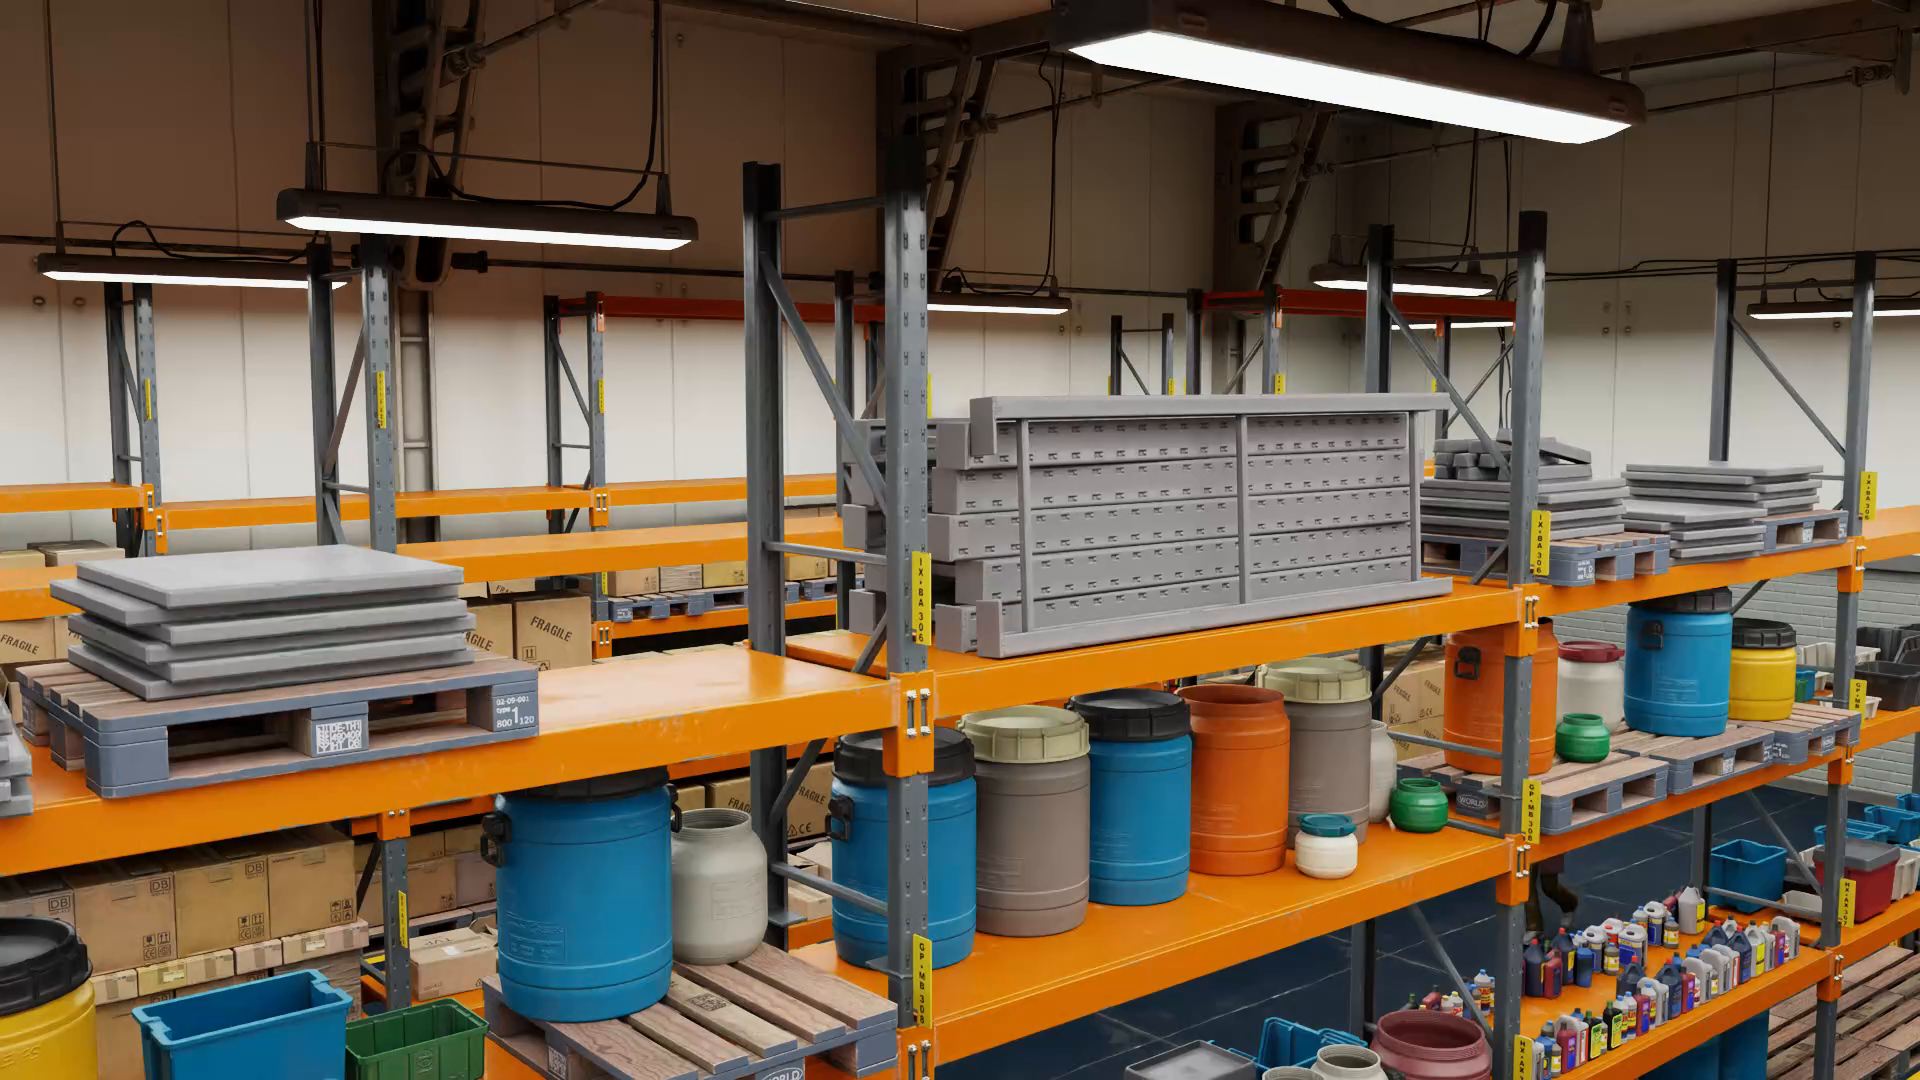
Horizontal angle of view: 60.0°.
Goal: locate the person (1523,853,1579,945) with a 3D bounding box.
[{"bbox_3d":[5.395,2.814,15.418,0.882,1.756,0.707,-5,7,-42],"label":"person"}]
